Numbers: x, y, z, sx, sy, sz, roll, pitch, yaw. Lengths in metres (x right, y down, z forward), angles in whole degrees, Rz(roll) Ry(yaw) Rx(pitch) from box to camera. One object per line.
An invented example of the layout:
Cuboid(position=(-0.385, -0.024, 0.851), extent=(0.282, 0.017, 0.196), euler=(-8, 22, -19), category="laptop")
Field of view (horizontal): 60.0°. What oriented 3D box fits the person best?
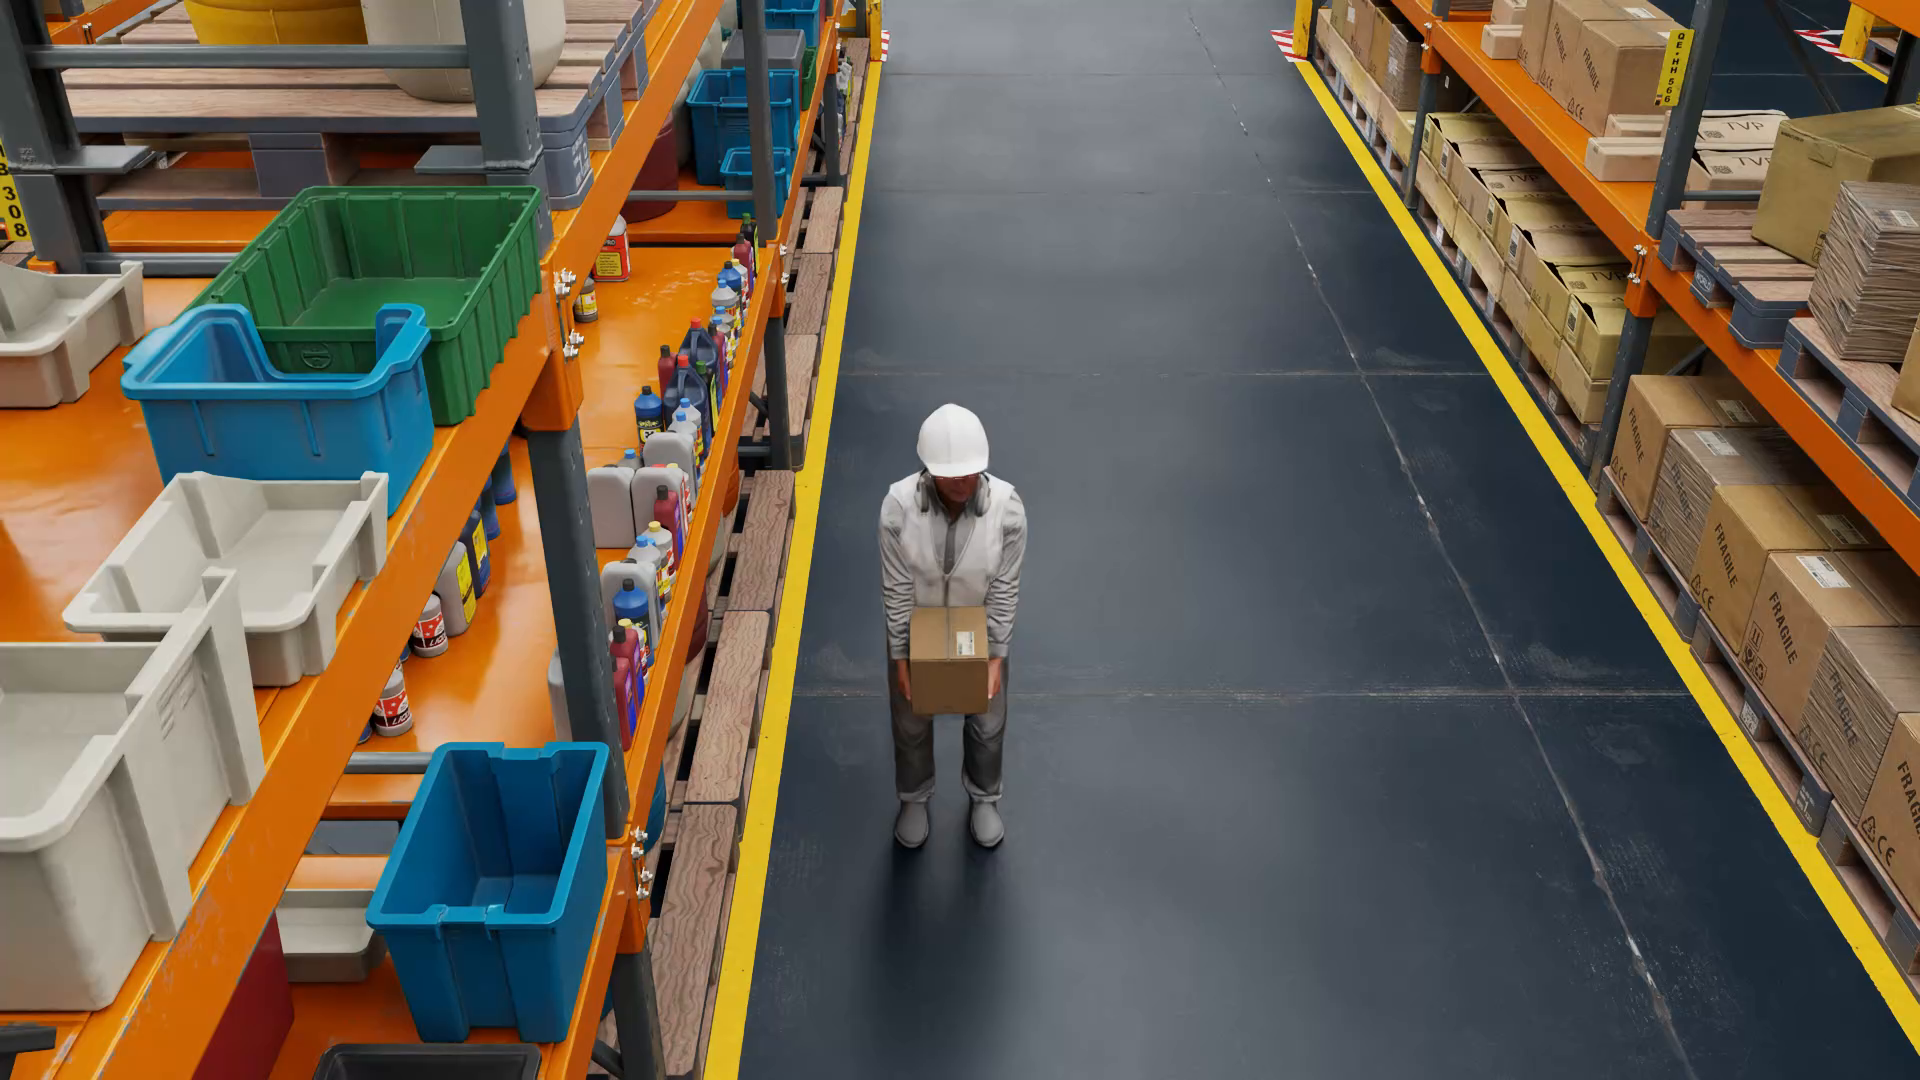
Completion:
Cuboid(position=(-0.024, 0.325, 5.598), extent=(0.484, 1.756, 0.584), euler=(-1, 31, -1), category="person")
